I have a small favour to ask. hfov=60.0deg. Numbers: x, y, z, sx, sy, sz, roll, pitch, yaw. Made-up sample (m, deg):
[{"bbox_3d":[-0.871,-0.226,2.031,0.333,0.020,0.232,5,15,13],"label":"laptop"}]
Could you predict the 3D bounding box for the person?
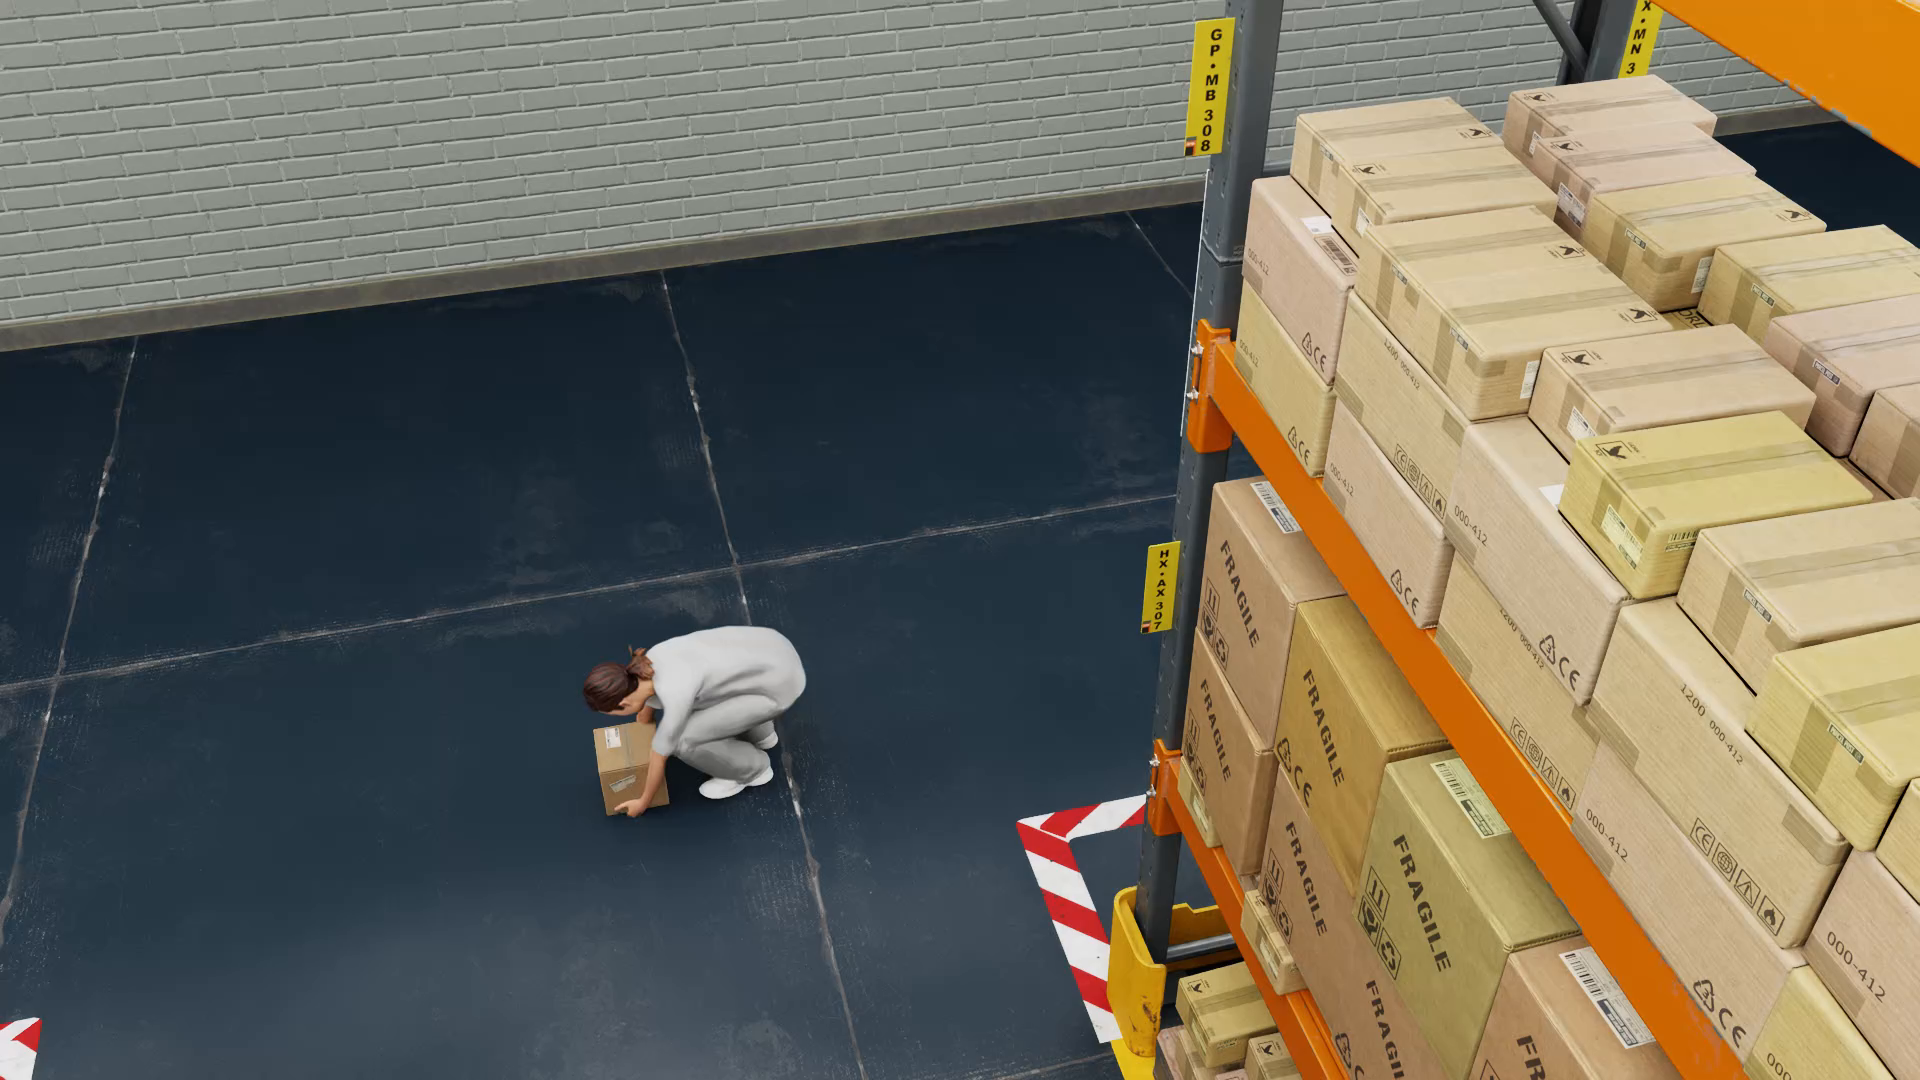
[{"bbox_3d":[-1.091,0.538,6.495,0.870,1.106,0.415,-11,40,-13],"label":"person"}]
